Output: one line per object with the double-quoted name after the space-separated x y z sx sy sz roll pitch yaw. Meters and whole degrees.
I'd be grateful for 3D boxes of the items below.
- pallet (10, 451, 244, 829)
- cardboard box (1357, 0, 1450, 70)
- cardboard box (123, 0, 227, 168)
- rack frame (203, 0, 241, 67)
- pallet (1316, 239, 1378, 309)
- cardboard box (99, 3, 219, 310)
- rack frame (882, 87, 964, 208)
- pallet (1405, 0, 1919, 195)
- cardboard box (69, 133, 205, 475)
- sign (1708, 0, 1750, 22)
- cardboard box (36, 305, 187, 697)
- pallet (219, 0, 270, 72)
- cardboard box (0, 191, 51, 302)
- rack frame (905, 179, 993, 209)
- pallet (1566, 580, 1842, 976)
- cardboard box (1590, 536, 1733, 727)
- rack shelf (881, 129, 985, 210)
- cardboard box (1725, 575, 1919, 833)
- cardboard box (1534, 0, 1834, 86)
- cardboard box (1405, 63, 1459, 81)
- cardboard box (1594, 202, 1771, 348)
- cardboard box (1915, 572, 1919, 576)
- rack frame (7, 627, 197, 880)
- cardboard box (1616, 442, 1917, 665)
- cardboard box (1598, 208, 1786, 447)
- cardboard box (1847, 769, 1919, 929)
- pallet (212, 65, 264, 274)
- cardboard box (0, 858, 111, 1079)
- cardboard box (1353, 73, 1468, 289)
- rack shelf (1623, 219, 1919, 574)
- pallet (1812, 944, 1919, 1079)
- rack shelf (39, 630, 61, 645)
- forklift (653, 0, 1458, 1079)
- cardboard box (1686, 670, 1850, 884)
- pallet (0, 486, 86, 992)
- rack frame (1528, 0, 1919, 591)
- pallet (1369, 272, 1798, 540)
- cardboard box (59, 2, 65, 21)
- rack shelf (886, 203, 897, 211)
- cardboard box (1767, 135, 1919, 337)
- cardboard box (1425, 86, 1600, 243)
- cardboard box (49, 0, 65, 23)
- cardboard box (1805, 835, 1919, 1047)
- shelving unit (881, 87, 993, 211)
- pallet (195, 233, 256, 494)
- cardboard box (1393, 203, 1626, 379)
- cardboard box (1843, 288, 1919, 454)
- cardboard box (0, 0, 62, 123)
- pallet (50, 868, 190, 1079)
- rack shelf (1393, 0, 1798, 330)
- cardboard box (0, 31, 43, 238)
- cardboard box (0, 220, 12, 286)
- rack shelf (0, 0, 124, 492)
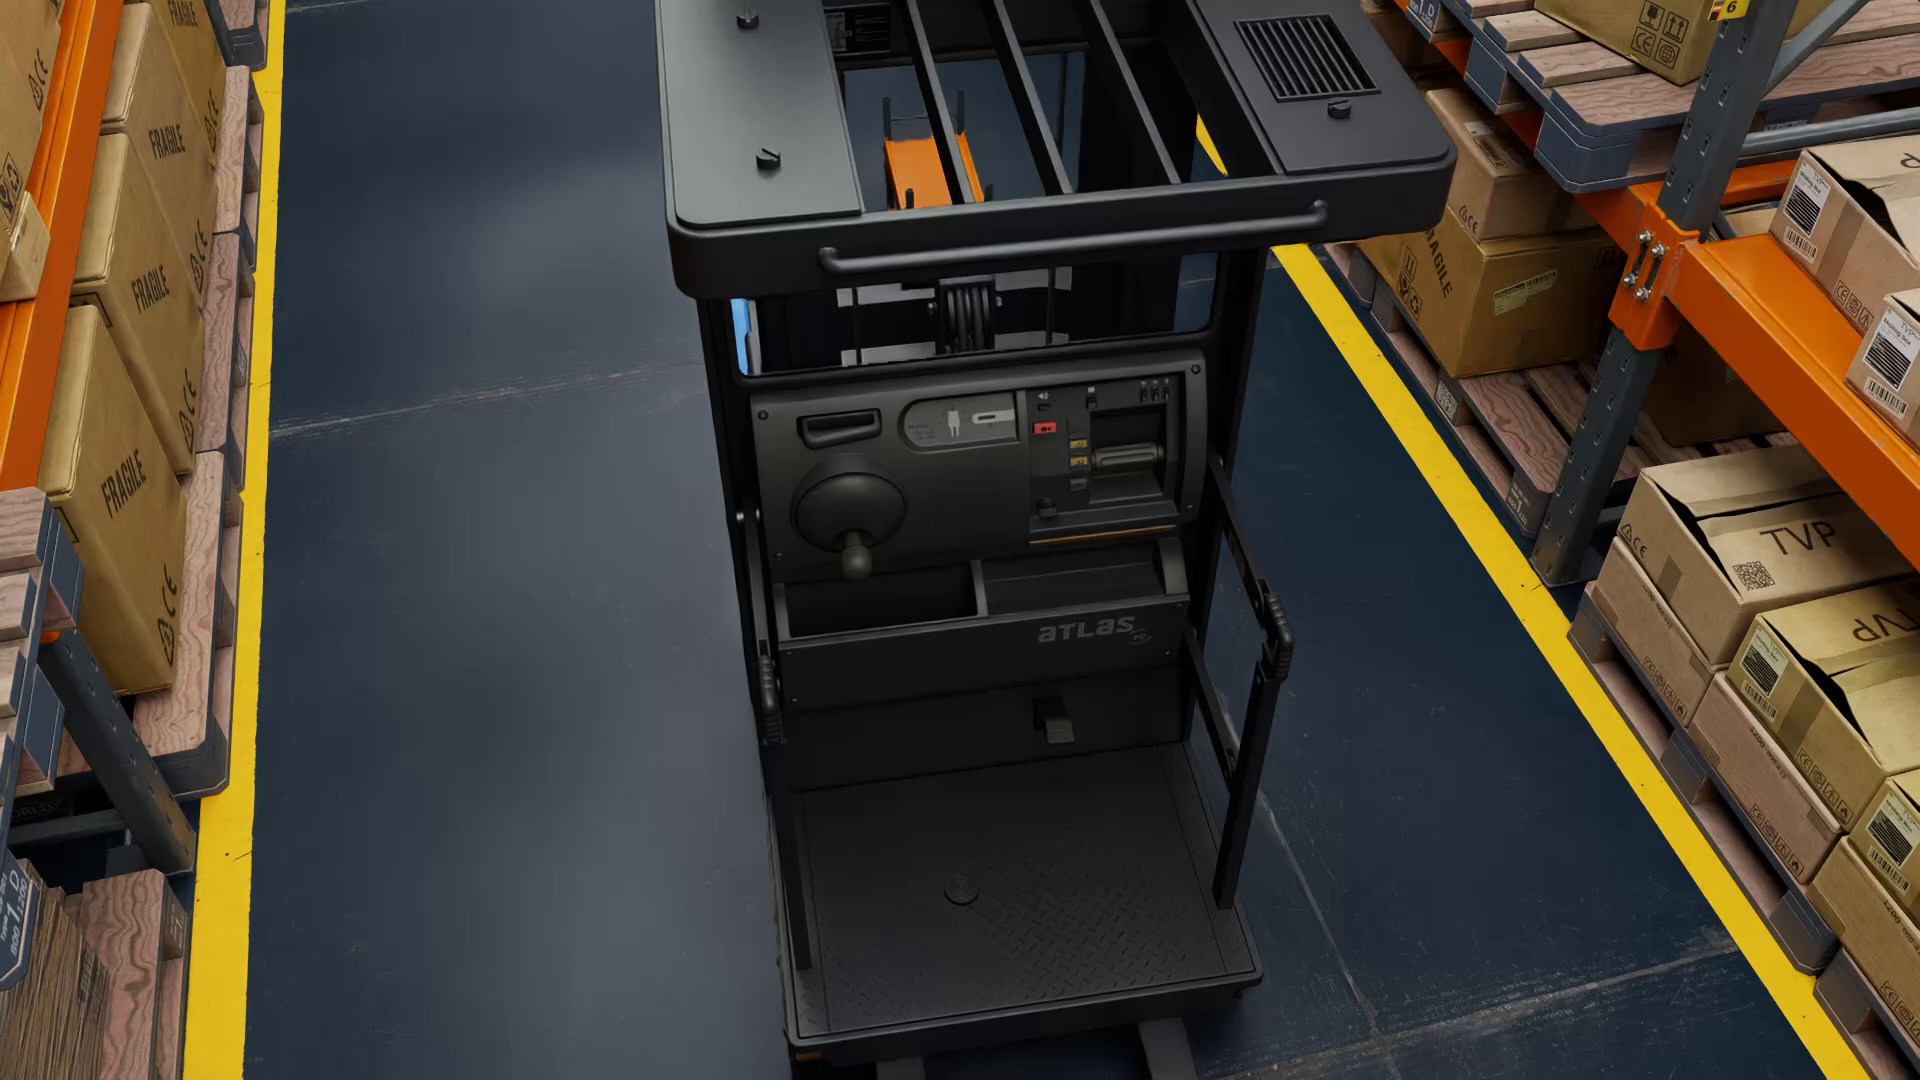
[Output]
-2.648 0.297 4.811 1.003 0.211 1.213 -11 47 -10 "pallet"
1.518 -1.918 5.946 0.500 0.250 0.500 -12 47 -11 "cardboard box"
-3.251 -1.852 6.176 0.750 0.750 0.750 -10 46 -10 "cardboard box"
-3.543 -2.883 5.975 1.000 3.000 0.127 -11 47 -10 "rack frame"
1.806 -1.417 6.491 1.003 0.211 1.213 -11 47 -10 "pallet"
-3.020 -1.239 5.575 0.750 0.750 0.750 -9 46 -9 "cardboard box"
-0.108 -0.889 5.281 0.240 1.200 0.015 -7 46 -6 "rack frame"
2.028 -1.418 4.673 1.213 0.211 1.003 -11 47 -10 "pallet"
-2.798 -0.653 5.001 0.750 0.750 0.750 -11 47 -11 "cardboard box"
1.747 -1.301 3.670 0.100 0.325 0.005 -11 47 -10 "sign"
-2.580 -0.047 4.407 0.750 0.750 0.750 -11 47 -11 "cardboard box"
-3.662 -2.446 7.499 1.003 0.211 1.213 -11 47 -10 "pallet"
-2.421 -0.684 3.982 0.380 0.149 0.250 -9 46 -9 "cardboard box"
-0.029 -0.545 4.944 0.240 1.200 0.015 -7 46 -6 "rack frame"
2.442 0.522 4.591 1.003 0.211 1.213 -11 47 -10 "pallet"
2.119 0.201 4.584 0.500 0.250 0.500 -11 47 -10 "cardboard box"
-0.069 -0.992 4.832 0.258 0.148 0.480 -7 46 -6 "rack shelf"
2.262 0.366 4.030 0.500 0.311 0.500 -12 47 -11 "cardboard box"
1.999 -1.626 4.379 0.700 0.500 0.500 -26 51 -23 "cardboard box"
1.530 -1.630 6.189 0.500 0.500 0.500 -12 47 -12 "cardboard box"
2.289 -1.036 5.607 0.500 0.500 0.500 -12 47 -12 "cardboard box"
2.641 -0.094 4.480 0.500 0.311 0.500 -10 46 -9 "cardboard box"
-2.519 -0.121 3.269 1.000 3.000 0.127 -11 47 -10 "rack frame"
2.119 0.005 4.384 0.500 0.311 0.500 -9 46 -9 "cardboard box"
2.429 -0.675 5.254 0.500 0.500 0.500 -9 46 -9 "cardboard box"
2.390 0.719 3.684 0.500 0.311 0.500 -12 47 -11 "cardboard box"
-3.272 -1.388 6.462 1.003 0.211 1.213 -11 47 -10 "pallet"
-2.284 1.087 3.526 0.700 0.500 0.500 -10 46 -10 "cardboard box"
1.670 -1.269 5.835 0.500 0.500 0.500 -12 47 -12 "cardboard box"
2.781 0.603 3.062 1.077 0.370 4.000 -11 47 -10 "rack shelf"
2.751 1.363 3.767 1.003 0.211 1.213 -11 47 -10 "pallet"
-2.007 1.511 2.172 1.077 0.370 4.000 -11 47 -10 "rack shelf"
0.085 -0.057 3.254 1.130 2.935 3.031 -7 46 -6 "forklift"
2.249 0.548 4.244 0.500 0.250 0.500 -12 47 -11 "cardboard box"
-2.233 0.418 2.874 1.213 0.211 1.003 -11 47 -10 "pallet"
2.269 -1.030 4.159 1.000 3.000 0.127 -11 47 -10 "rack frame"
2.114 -0.576 5.667 1.003 0.211 1.213 -11 47 -10 "pallet"
-2.843 -1.550 4.830 0.380 0.149 0.250 -9 46 -9 "cardboard box"
-0.069 -0.826 5.001 0.258 0.148 0.480 -7 46 -6 "rack shelf"
2.320 -0.739 3.937 0.500 0.311 0.500 -8 46 -8 "cardboard box"
1.784 -1.212 5.255 0.500 0.250 0.500 -9 46 -9 "cardboard box"
-2.788 -1.714 4.537 0.500 0.500 0.500 -10 46 -9 "cardboard box"
2.388 0.906 3.893 0.500 0.250 0.500 -12 47 -11 "cardboard box"
-0.069 -0.717 5.113 0.258 1.200 0.503 -7 46 -6 "shelving unit"
-2.956 -0.544 5.635 1.003 0.211 1.213 -11 47 -10 "pallet"
1.803 -0.911 5.485 0.500 0.500 0.500 -9 46 -9 "cardboard box"
2.311 -0.345 3.551 0.500 0.311 0.500 -11 47 -11 "cardboard box"
-2.647 -1.356 4.186 0.500 0.500 0.500 -11 47 -10 "cardboard box"
-2.320 1.395 3.735 1.003 0.211 1.213 -11 47 -10 "pallet"
1.757 -2.159 5.769 1.077 0.370 4.000 -11 47 -10 "rack shelf"
-2.521 -1.013 3.850 0.500 0.500 0.500 -9 46 -9 "cardboard box"
-2.396 -0.649 3.494 0.500 0.500 0.500 -9 46 -9 "cardboard box"
-3.031 -1.250 4.879 1.077 0.370 4.000 -11 47 -10 "rack shelf"
